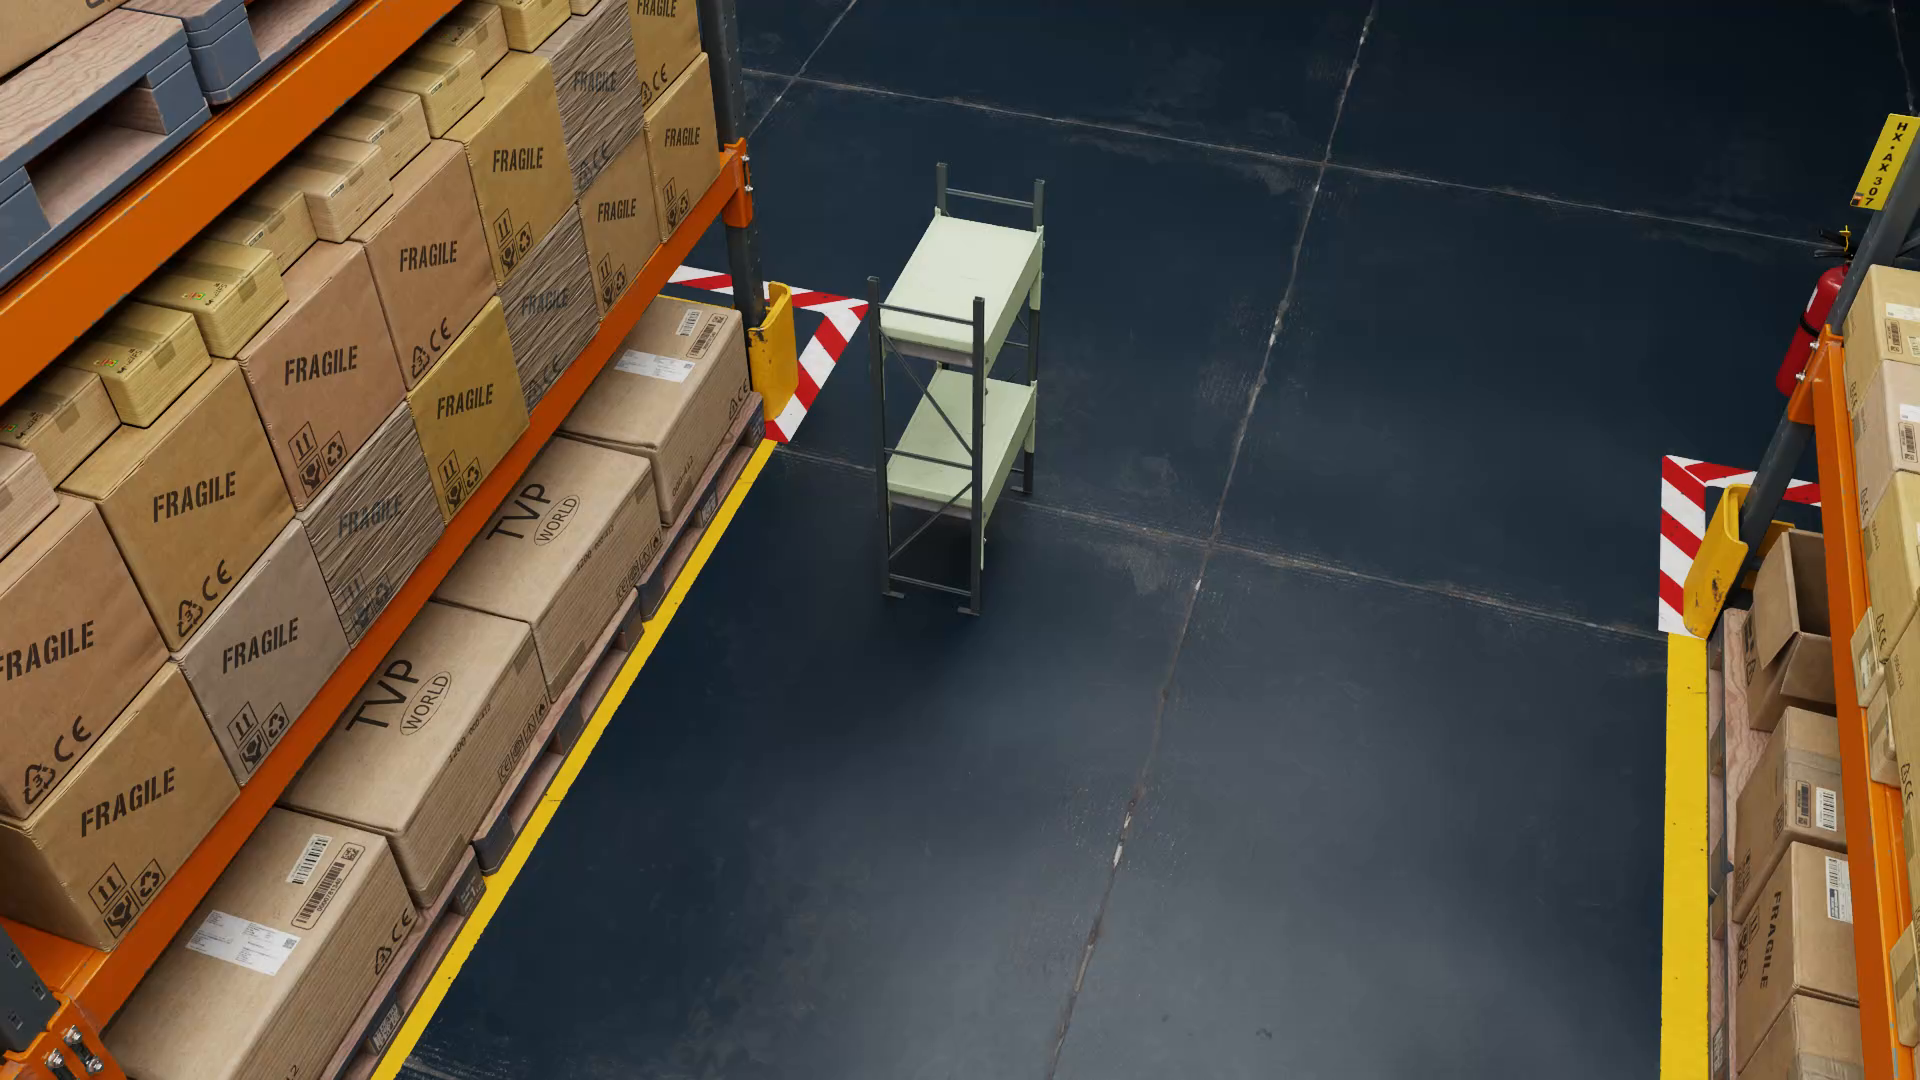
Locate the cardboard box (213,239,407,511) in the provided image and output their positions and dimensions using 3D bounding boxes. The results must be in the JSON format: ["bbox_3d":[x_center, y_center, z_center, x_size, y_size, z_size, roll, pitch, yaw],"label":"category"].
[{"bbox_3d":[-1.835,-0.468,4.297,0.500,0.500,0.500,13,46,13],"label":"cardboard box"}]

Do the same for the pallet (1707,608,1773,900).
[{"bbox_3d":[3.145,0.827,5.754,1.003,0.211,1.213,13,46,13],"label":"pallet"}]

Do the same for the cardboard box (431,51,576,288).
[{"bbox_3d":[-1.526,-1.139,4.982,0.500,0.500,0.500,12,46,12],"label":"cardboard box"}]

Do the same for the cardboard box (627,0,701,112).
[{"bbox_3d":[-1.242,-1.822,5.681,0.500,0.500,0.500,14,46,14],"label":"cardboard box"}]

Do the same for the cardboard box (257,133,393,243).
[{"bbox_3d":[-1.713,-0.926,4.302,0.380,0.149,0.250,13,46,13],"label":"cardboard box"}]

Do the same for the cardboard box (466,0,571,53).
[{"bbox_3d":[-1.409,-1.621,5.011,0.380,0.149,0.250,14,46,13],"label":"cardboard box"}]

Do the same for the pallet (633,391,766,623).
[{"bbox_3d":[-1.491,-0.255,6.859,1.003,0.211,1.213,13,46,13],"label":"pallet"}]

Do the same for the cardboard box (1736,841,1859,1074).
[{"bbox_3d":[2.581,1.272,4.793,0.500,0.500,0.500,13,46,13],"label":"cardboard box"}]

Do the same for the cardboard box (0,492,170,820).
[{"bbox_3d":[-2.160,0.206,3.608,0.500,0.500,0.500,13,46,13],"label":"cardboard box"}]

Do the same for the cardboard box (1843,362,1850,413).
[{"bbox_3d":[3.047,-0.501,5.297,0.380,0.149,0.250,12,46,12],"label":"cardboard box"}]

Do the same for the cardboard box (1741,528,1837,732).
[{"bbox_3d":[3.133,0.378,5.704,0.797,0.503,0.637,11,45,11],"label":"cardboard box"}]

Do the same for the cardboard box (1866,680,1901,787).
[{"bbox_3d":[2.549,0.527,4.247,0.380,0.149,0.250,14,46,13],"label":"cardboard box"}]

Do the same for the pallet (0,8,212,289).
[{"bbox_3d":[-2.277,-0.718,3.258,1.003,0.211,1.213,13,46,13],"label":"pallet"}]

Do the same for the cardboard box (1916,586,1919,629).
[{"bbox_3d":[2.560,0.173,3.787,0.500,0.500,0.500,14,46,14],"label":"cardboard box"}]

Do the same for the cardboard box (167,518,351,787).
[{"bbox_3d":[-1.987,0.238,4.291,0.500,0.500,0.500,13,46,13],"label":"cardboard box"}]

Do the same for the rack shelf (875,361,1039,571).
[{"bbox_3d":[-0.002,-0.299,6.449,0.431,0.370,0.720,13,46,12],"label":"rack shelf"}]

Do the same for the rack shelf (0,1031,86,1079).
[{"bbox_3d":[-3.140,2.456,2.610,1.077,0.370,4.000,13,46,13],"label":"rack shelf"}]

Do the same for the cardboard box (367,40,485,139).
[{"bbox_3d":[-1.575,-1.282,4.665,0.380,0.149,0.250,14,46,13],"label":"cardboard box"}]

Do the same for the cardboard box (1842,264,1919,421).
[{"bbox_3d":[3.014,-0.559,5.071,0.500,0.250,0.500,13,46,13],"label":"cardboard box"}]

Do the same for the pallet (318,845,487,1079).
[{"bbox_3d":[-2.230,1.372,5.197,1.003,0.211,1.213,13,46,13],"label":"pallet"}]

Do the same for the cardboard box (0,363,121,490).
[{"bbox_3d":[-2.092,-0.269,3.630,0.380,0.149,0.250,12,46,12],"label":"cardboard box"}]

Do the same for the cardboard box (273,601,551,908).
[{"bbox_3d":[-1.972,0.638,5.485,0.875,0.438,0.875,11,45,11],"label":"cardboard box"}]

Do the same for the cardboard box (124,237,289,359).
[{"bbox_3d":[-1.851,-0.592,3.960,0.380,0.149,0.250,11,46,11],"label":"cardboard box"}]

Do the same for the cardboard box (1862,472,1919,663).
[{"bbox_3d":[2.711,0.115,4.382,0.500,0.250,0.500,12,46,12],"label":"cardboard box"}]

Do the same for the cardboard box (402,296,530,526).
[{"bbox_3d":[-1.674,-0.436,4.979,0.500,0.500,0.500,14,46,14],"label":"cardboard box"}]

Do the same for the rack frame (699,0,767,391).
[{"bbox_3d":[-1.323,-1.801,6.446,1.000,3.000,0.127,13,46,13],"label":"rack frame"}]

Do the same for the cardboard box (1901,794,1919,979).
[{"bbox_3d":[2.420,0.804,3.679,0.500,0.250,0.500,12,46,12],"label":"cardboard box"}]

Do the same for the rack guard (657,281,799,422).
[{"bbox_3d":[-1.316,-0.923,7.336,1.175,0.500,0.348,13,46,13],"label":"rack guard"}]

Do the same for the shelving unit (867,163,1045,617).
[{"bbox_3d":[-0.002,-0.532,6.221,0.431,1.500,0.755,13,46,12],"label":"shelving unit"}]

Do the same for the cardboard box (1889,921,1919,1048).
[{"bbox_3d":[2.323,1.036,3.726,0.380,0.149,0.250,12,46,12],"label":"cardboard box"}]

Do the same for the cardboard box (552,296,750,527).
[{"bbox_3d":[-1.428,-0.574,6.724,0.875,0.438,0.875,11,45,11],"label":"cardboard box"}]

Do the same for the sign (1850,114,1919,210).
[{"bbox_3d":[2.891,-1.176,5.188,0.100,0.325,0.005,13,46,13],"label":"sign"}]

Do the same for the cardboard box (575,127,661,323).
[{"bbox_3d":[-1.384,-1.128,5.686,0.500,0.500,0.500,12,46,12],"label":"cardboard box"}]

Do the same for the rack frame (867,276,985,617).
[{"bbox_3d":[-0.113,-0.288,5.972,0.400,1.500,0.023,13,46,12],"label":"rack frame"}]
